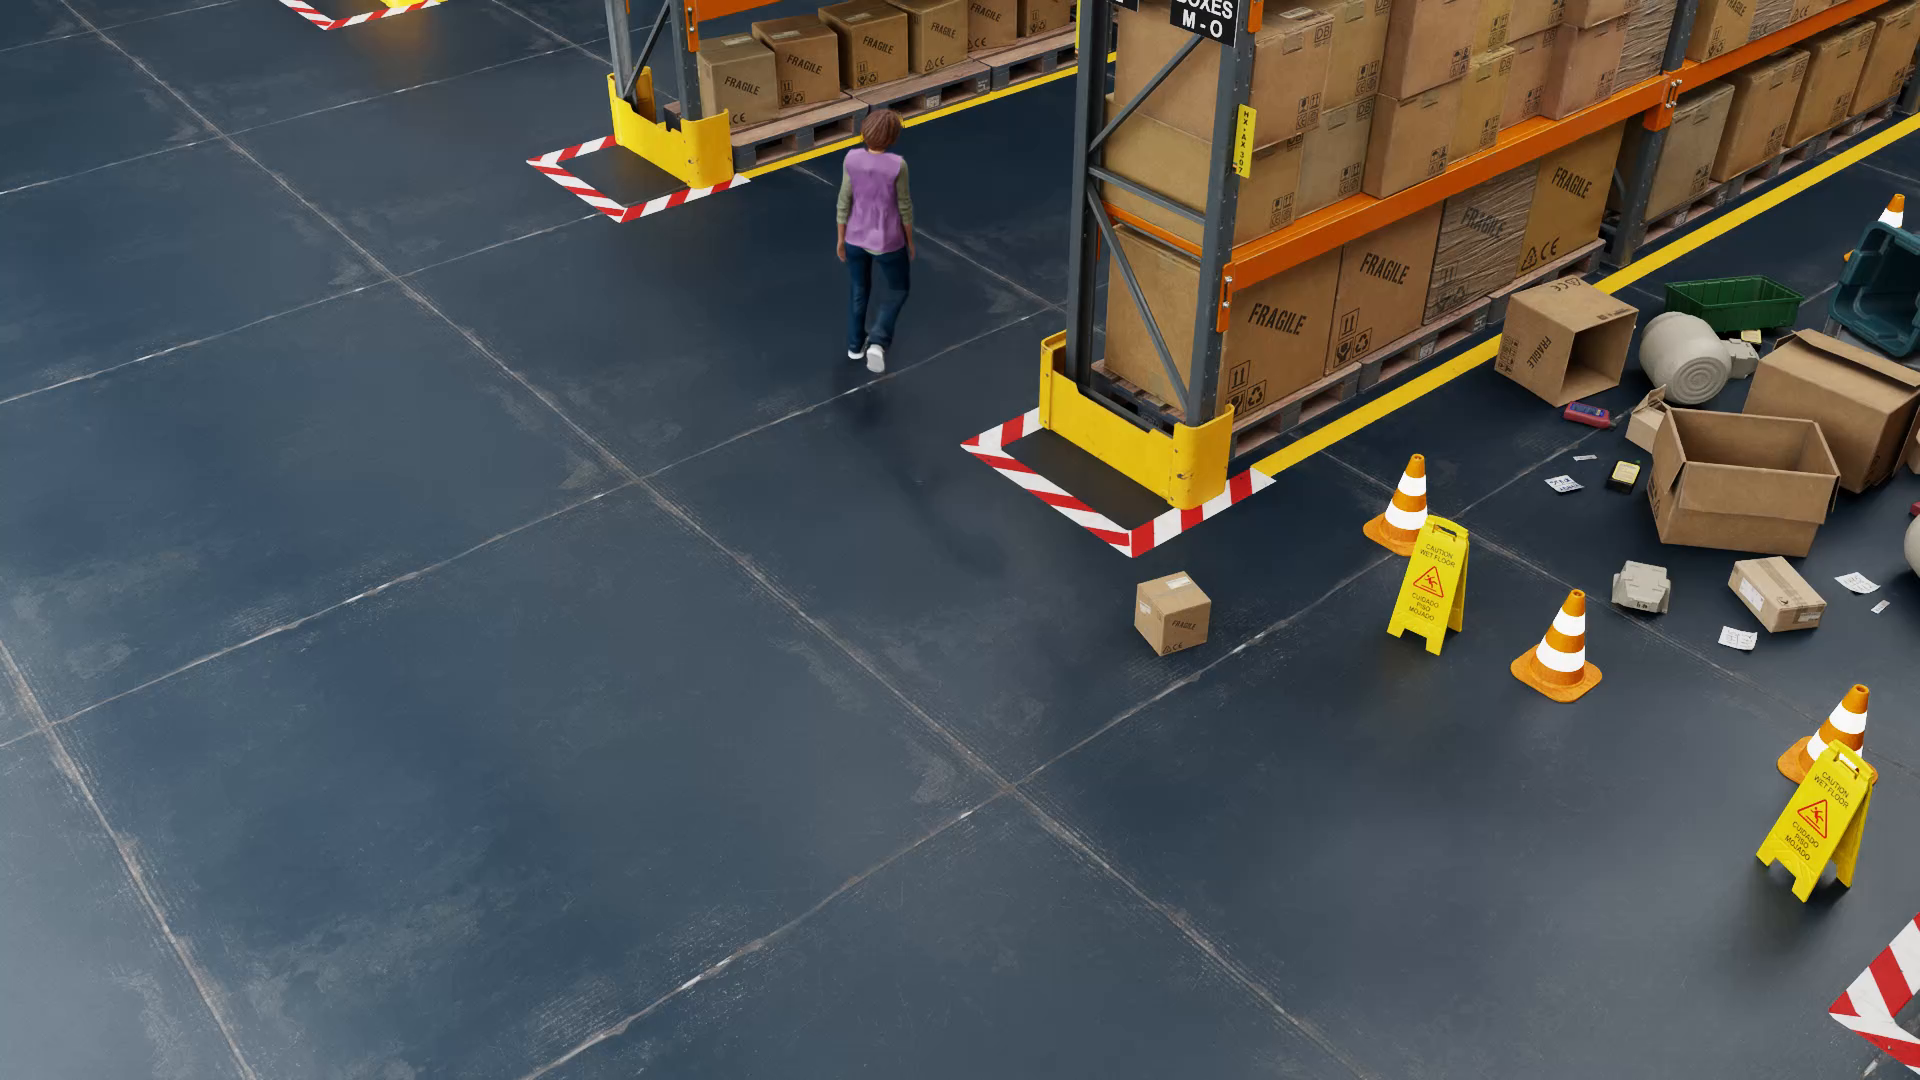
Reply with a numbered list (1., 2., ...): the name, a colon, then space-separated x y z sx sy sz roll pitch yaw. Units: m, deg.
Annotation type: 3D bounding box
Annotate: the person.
1. person: -0.480 -1.651 9.308 0.444 1.574 0.607 8 37 10
